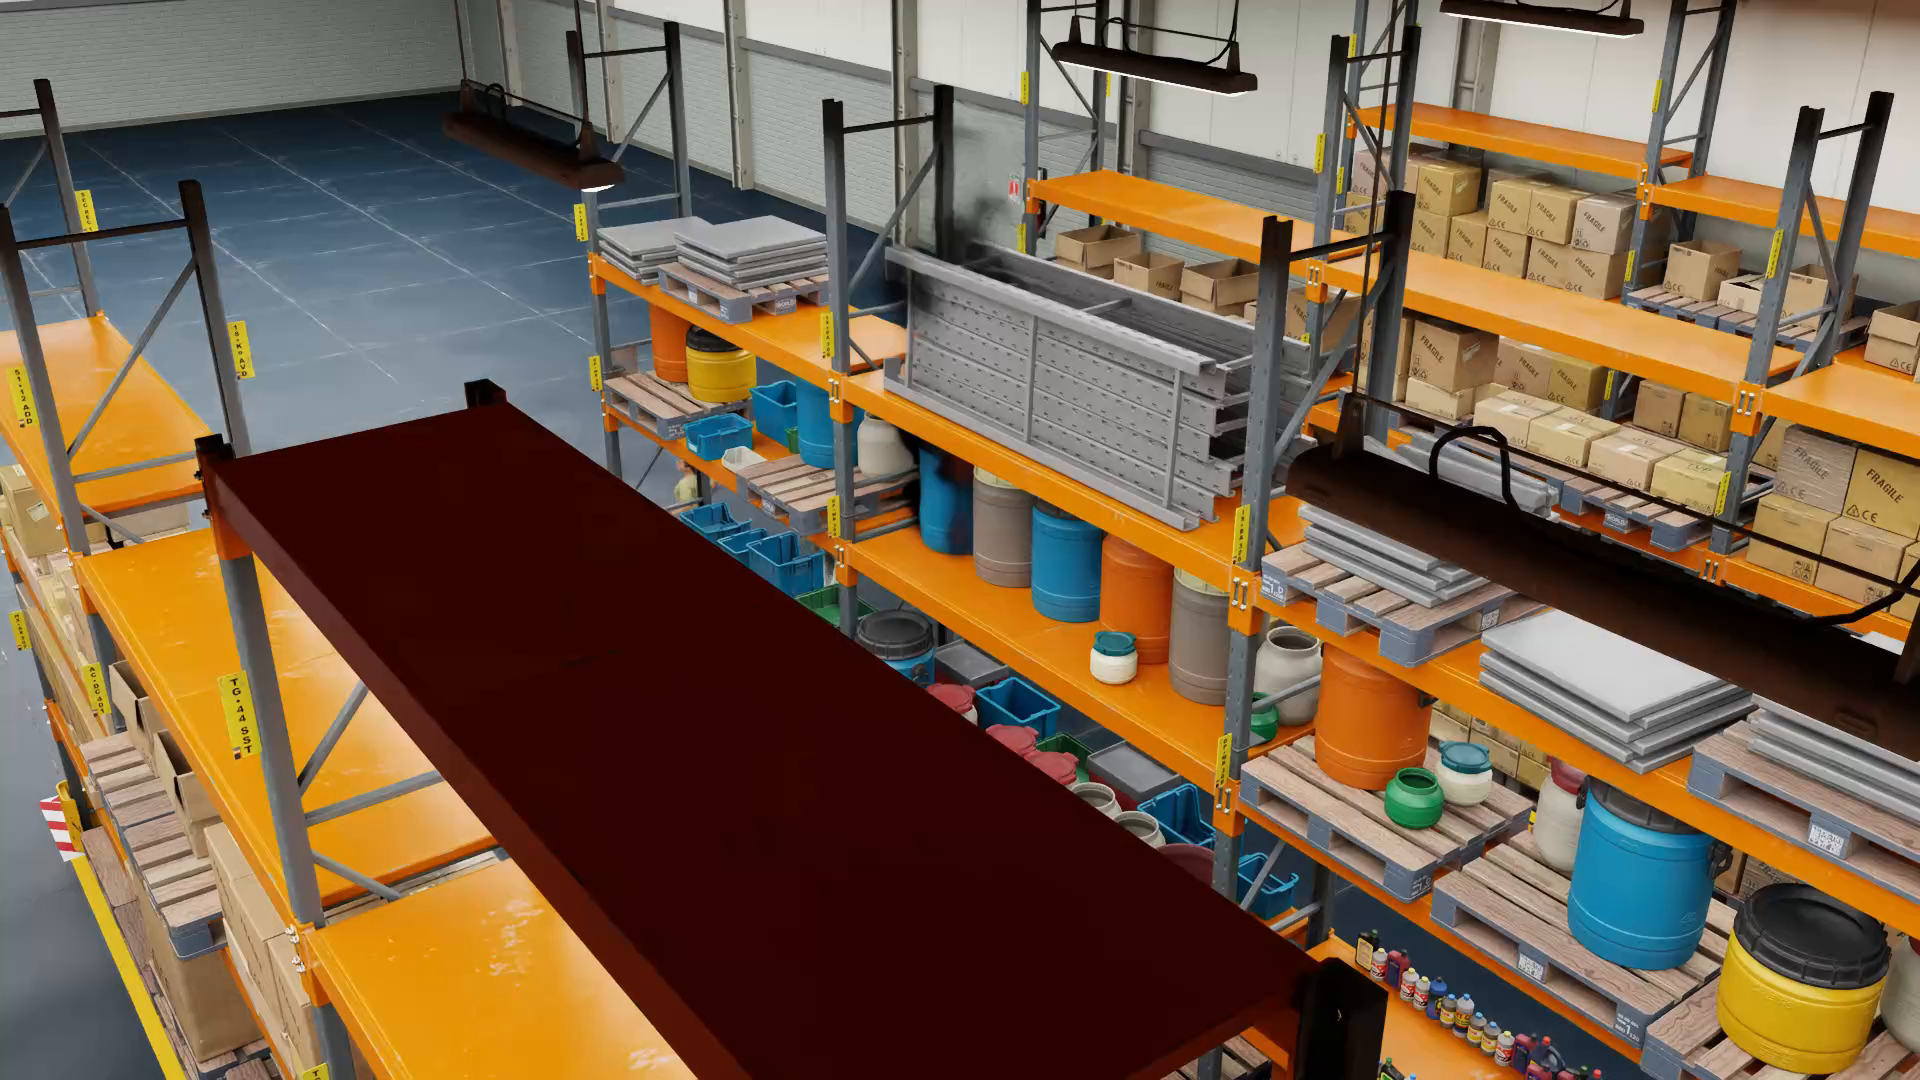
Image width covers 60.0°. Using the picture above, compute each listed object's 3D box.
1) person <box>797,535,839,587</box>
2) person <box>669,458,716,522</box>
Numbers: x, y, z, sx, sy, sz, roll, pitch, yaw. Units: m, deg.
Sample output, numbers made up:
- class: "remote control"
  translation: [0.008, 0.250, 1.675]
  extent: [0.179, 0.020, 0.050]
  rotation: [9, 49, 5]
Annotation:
- class: "person"
  translation: [-1.384, -0.095, 16.929]
  extent: [0.615, 1.756, 0.648]
  rotation: [6, 25, 12]
- class: "person"
  translation: [-2.766, -0.192, 17.474]
  extent: [0.731, 1.653, 0.614]
  rotation: [5, 25, 11]
